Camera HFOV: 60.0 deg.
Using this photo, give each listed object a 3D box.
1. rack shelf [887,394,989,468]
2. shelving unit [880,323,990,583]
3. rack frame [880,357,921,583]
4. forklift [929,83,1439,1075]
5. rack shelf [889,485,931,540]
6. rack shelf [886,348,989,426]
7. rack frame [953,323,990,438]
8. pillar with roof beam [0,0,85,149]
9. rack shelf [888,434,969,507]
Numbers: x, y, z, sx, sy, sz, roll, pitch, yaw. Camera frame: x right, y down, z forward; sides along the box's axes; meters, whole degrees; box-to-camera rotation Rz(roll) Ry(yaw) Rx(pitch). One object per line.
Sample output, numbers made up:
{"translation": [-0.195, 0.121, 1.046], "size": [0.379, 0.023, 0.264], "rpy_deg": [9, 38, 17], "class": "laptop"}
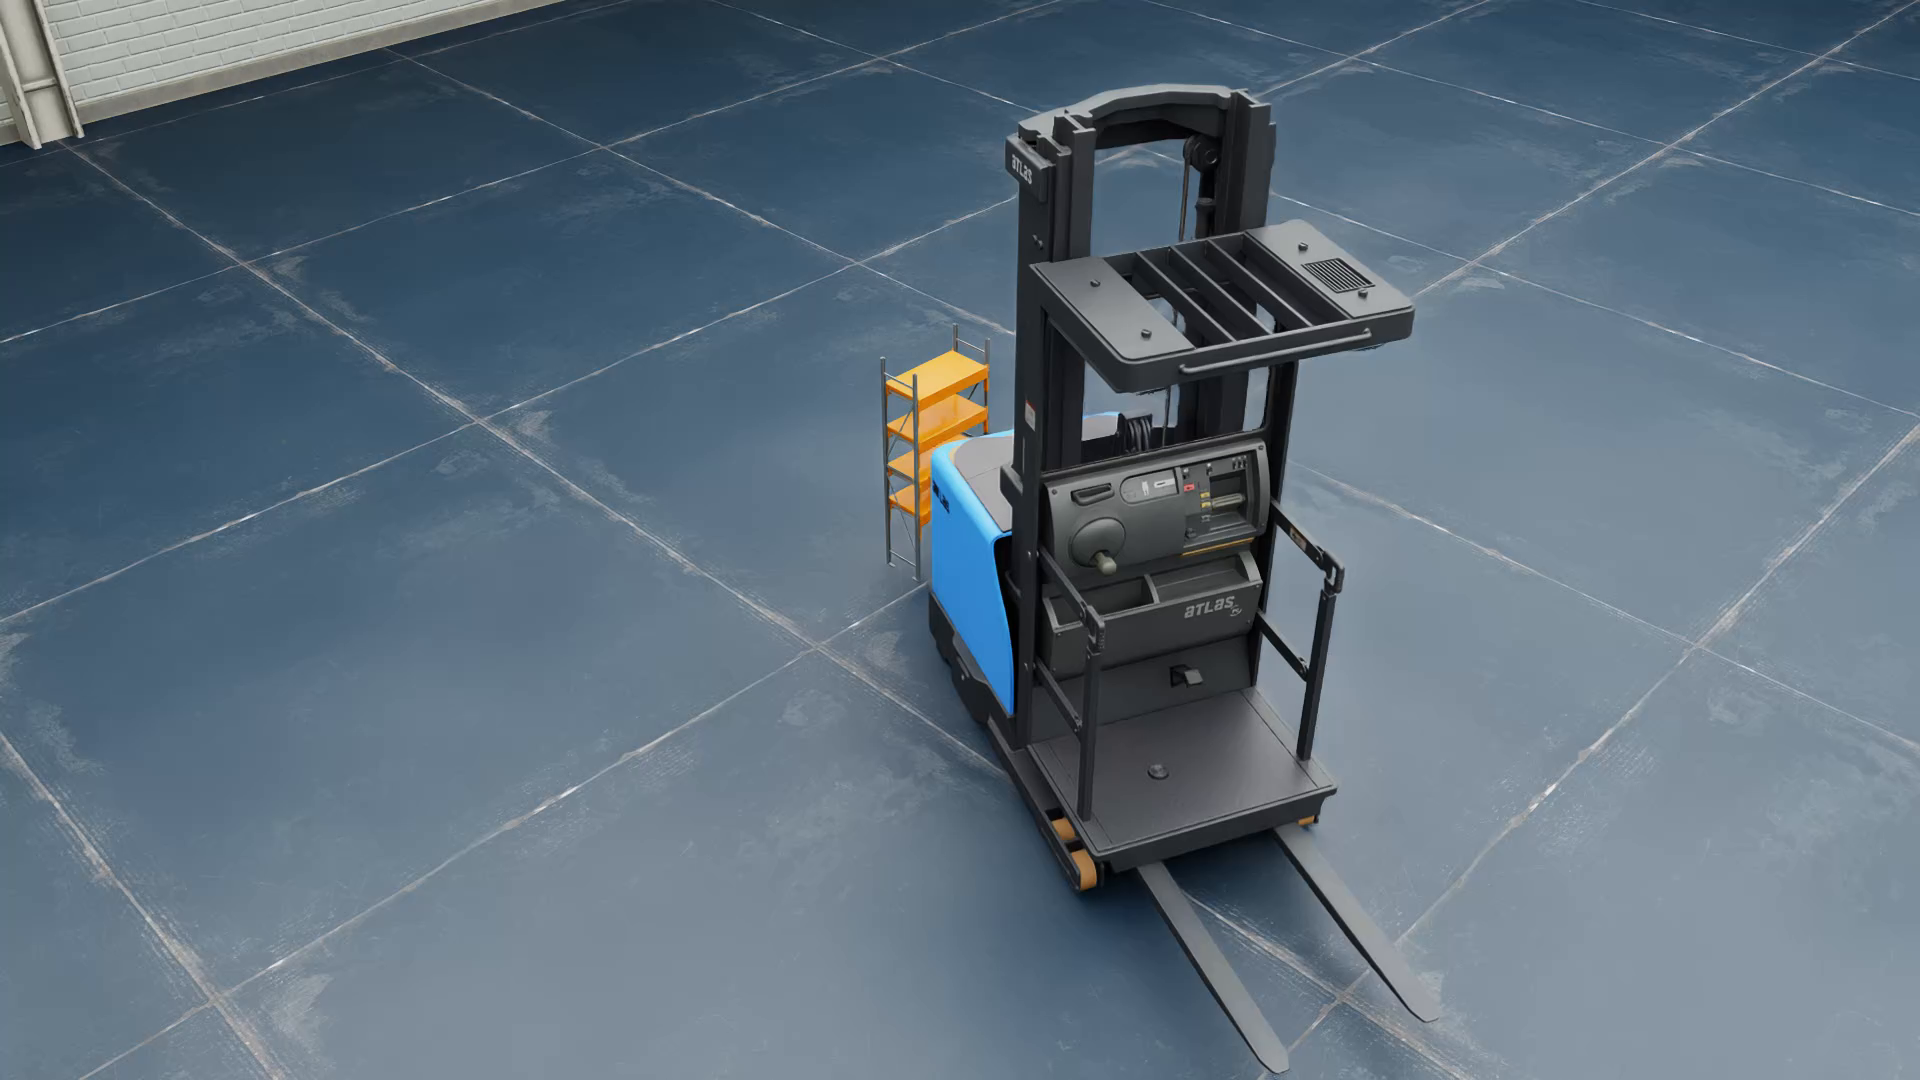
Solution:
{"translation": [-0.117, -0.553, 8.212], "size": [0.258, 0.148, 0.480], "rpy_deg": [30, 45, 35], "class": "rack shelf"}
{"translation": [-0.117, -0.425, 8.301], "size": [0.258, 1.200, 0.503], "rpy_deg": [30, 45, 35], "class": "shelving unit"}
{"translation": [-0.289, -0.326, 8.159], "size": [0.240, 1.200, 0.015], "rpy_deg": [30, 45, 35], "class": "rack frame"}
{"translation": [0.853, -0.059, 6.263], "size": [1.130, 2.935, 3.031], "rpy_deg": [-12, 37, -17], "class": "forklift"}
{"translation": [-0.117, -0.207, 8.453], "size": [0.258, 0.148, 0.480], "rpy_deg": [30, 45, 35], "class": "rack shelf"}
{"translation": [-0.117, -0.747, 8.076], "size": [0.258, 0.148, 0.480], "rpy_deg": [30, 45, 35], "class": "rack shelf"}
{"translation": [0.055, -0.524, 8.443], "size": [0.240, 1.200, 0.015], "rpy_deg": [30, 45, 35], "class": "rack frame"}
{"translation": [-4.249, -5.193, 8.321], "size": [9.100, 9.000, 0.400], "rpy_deg": [30, 45, 35], "class": "pillar with roof beam"}
{"translation": [-0.117, -0.370, 8.340], "size": [0.258, 0.148, 0.480], "rpy_deg": [30, 45, 35], "class": "rack shelf"}
